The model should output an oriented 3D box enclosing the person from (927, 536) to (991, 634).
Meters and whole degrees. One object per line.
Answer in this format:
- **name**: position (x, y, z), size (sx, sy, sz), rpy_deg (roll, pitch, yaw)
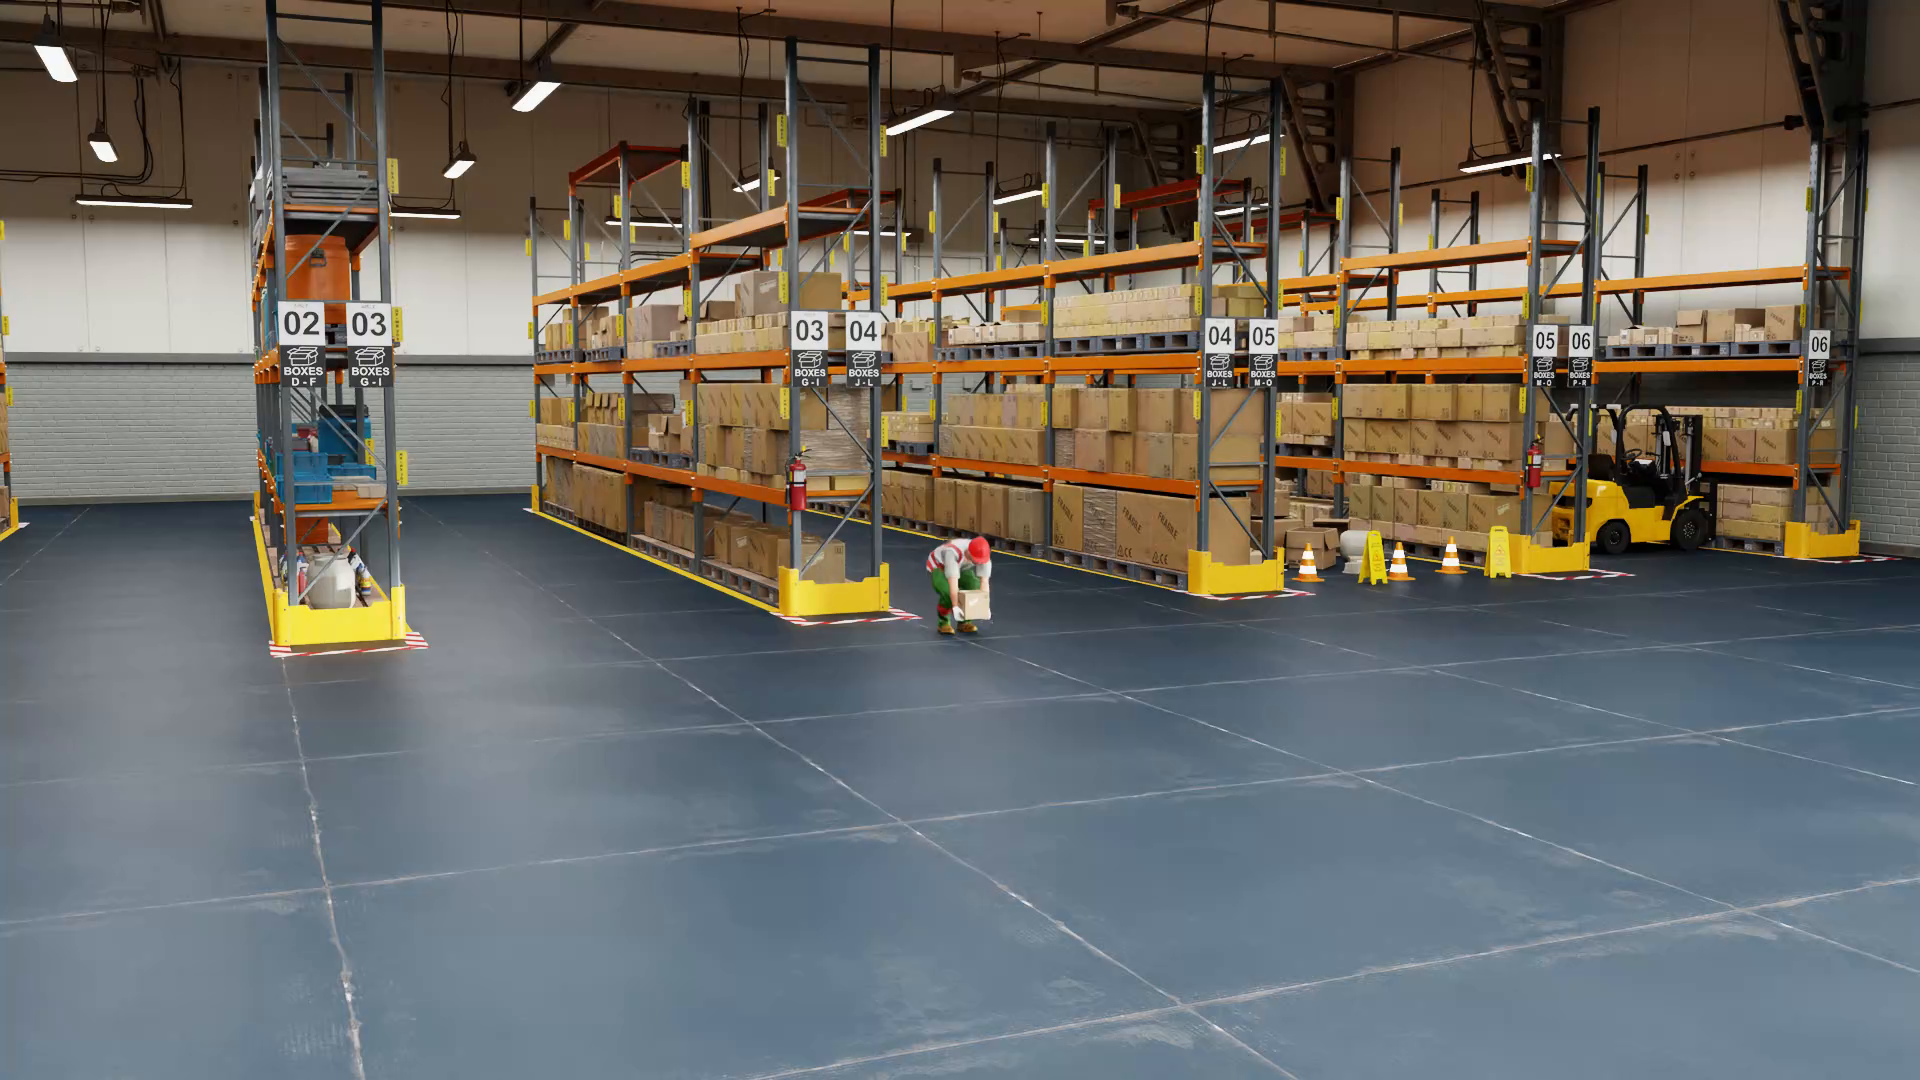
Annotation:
- **person**: position (0.015, 0.430, 16.279), size (0.528, 0.990, 0.933), rpy_deg (-3, 6, -26)
